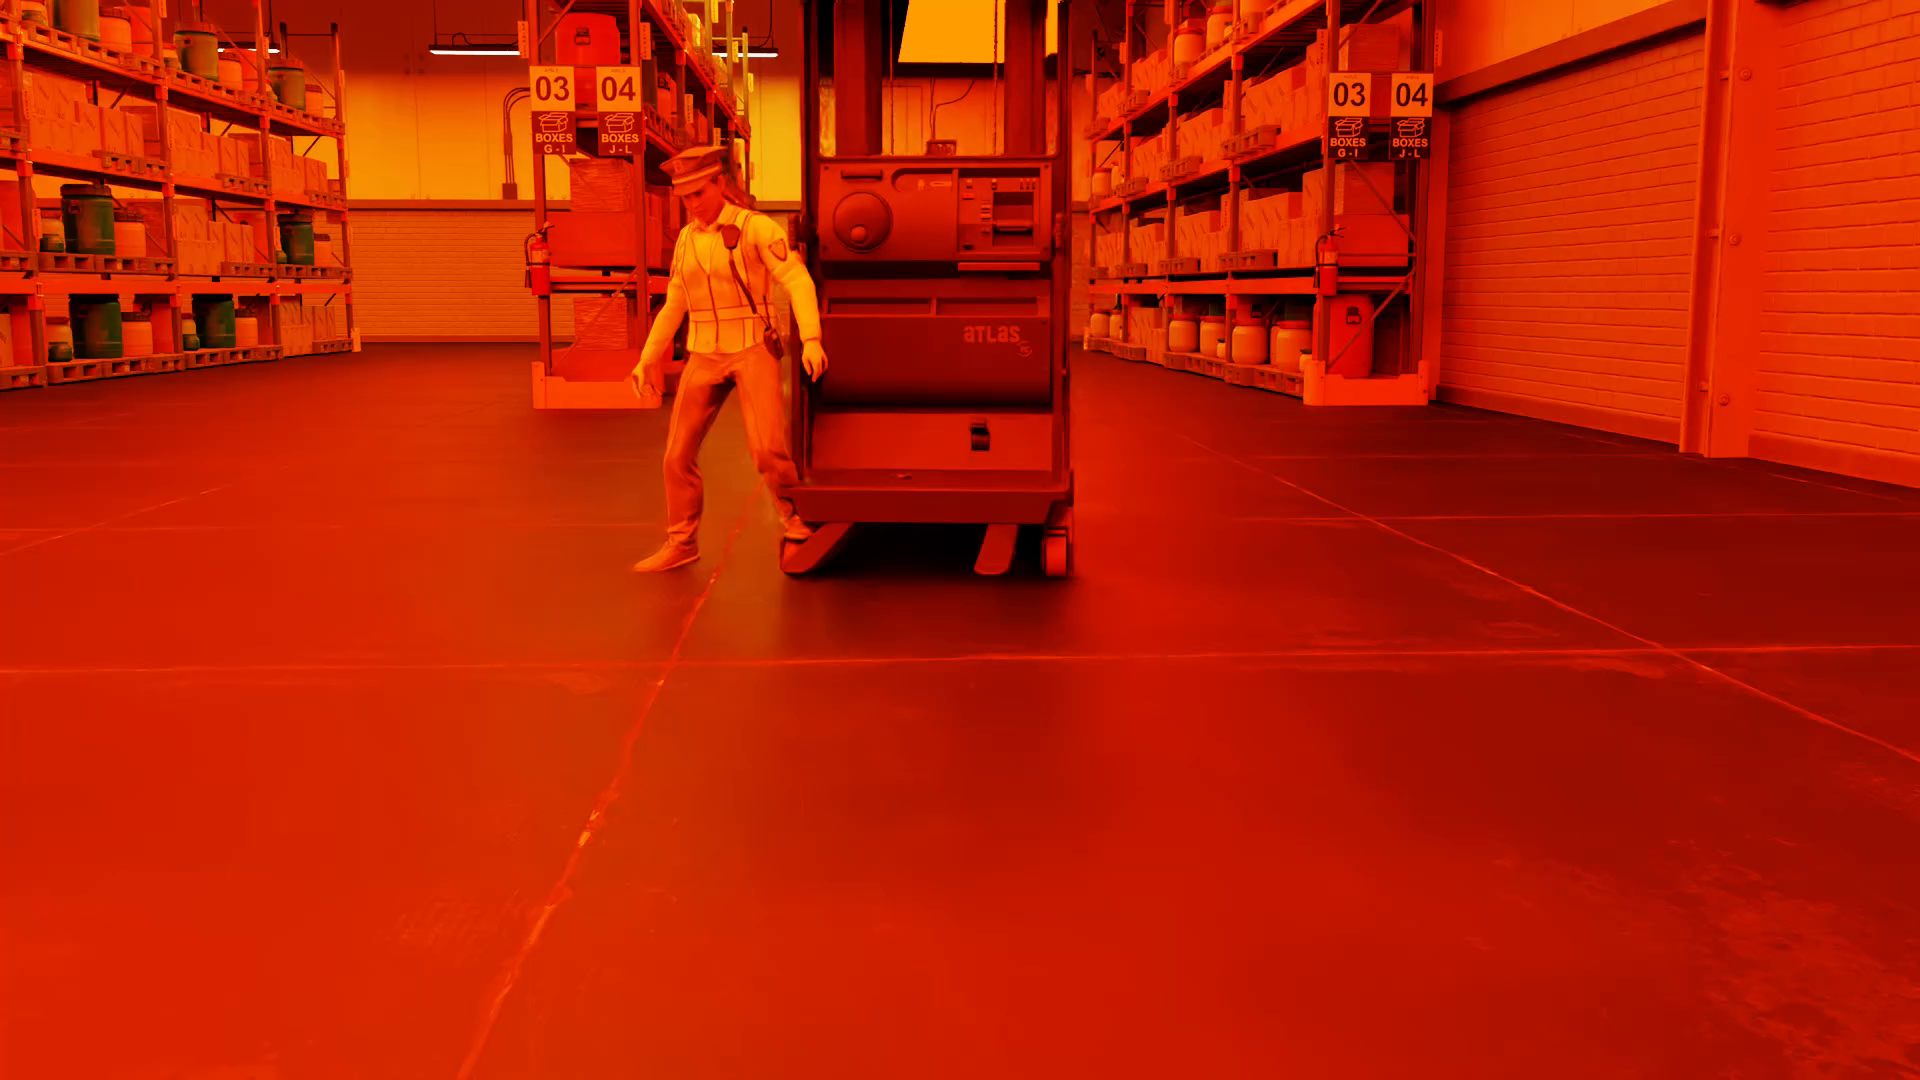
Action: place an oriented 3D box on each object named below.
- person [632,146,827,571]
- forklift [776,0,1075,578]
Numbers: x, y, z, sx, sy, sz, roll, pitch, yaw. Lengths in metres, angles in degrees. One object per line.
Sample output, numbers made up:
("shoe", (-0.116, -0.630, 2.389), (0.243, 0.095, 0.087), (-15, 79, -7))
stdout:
("person", (-0.893, -0.654, 6.301), (0.856, 1.636, 0.424), (3, 9, 22))
("forklift", (-0.110, -1.351, 6.431), (1.130, 2.935, 3.031), (1, 8, 4))
